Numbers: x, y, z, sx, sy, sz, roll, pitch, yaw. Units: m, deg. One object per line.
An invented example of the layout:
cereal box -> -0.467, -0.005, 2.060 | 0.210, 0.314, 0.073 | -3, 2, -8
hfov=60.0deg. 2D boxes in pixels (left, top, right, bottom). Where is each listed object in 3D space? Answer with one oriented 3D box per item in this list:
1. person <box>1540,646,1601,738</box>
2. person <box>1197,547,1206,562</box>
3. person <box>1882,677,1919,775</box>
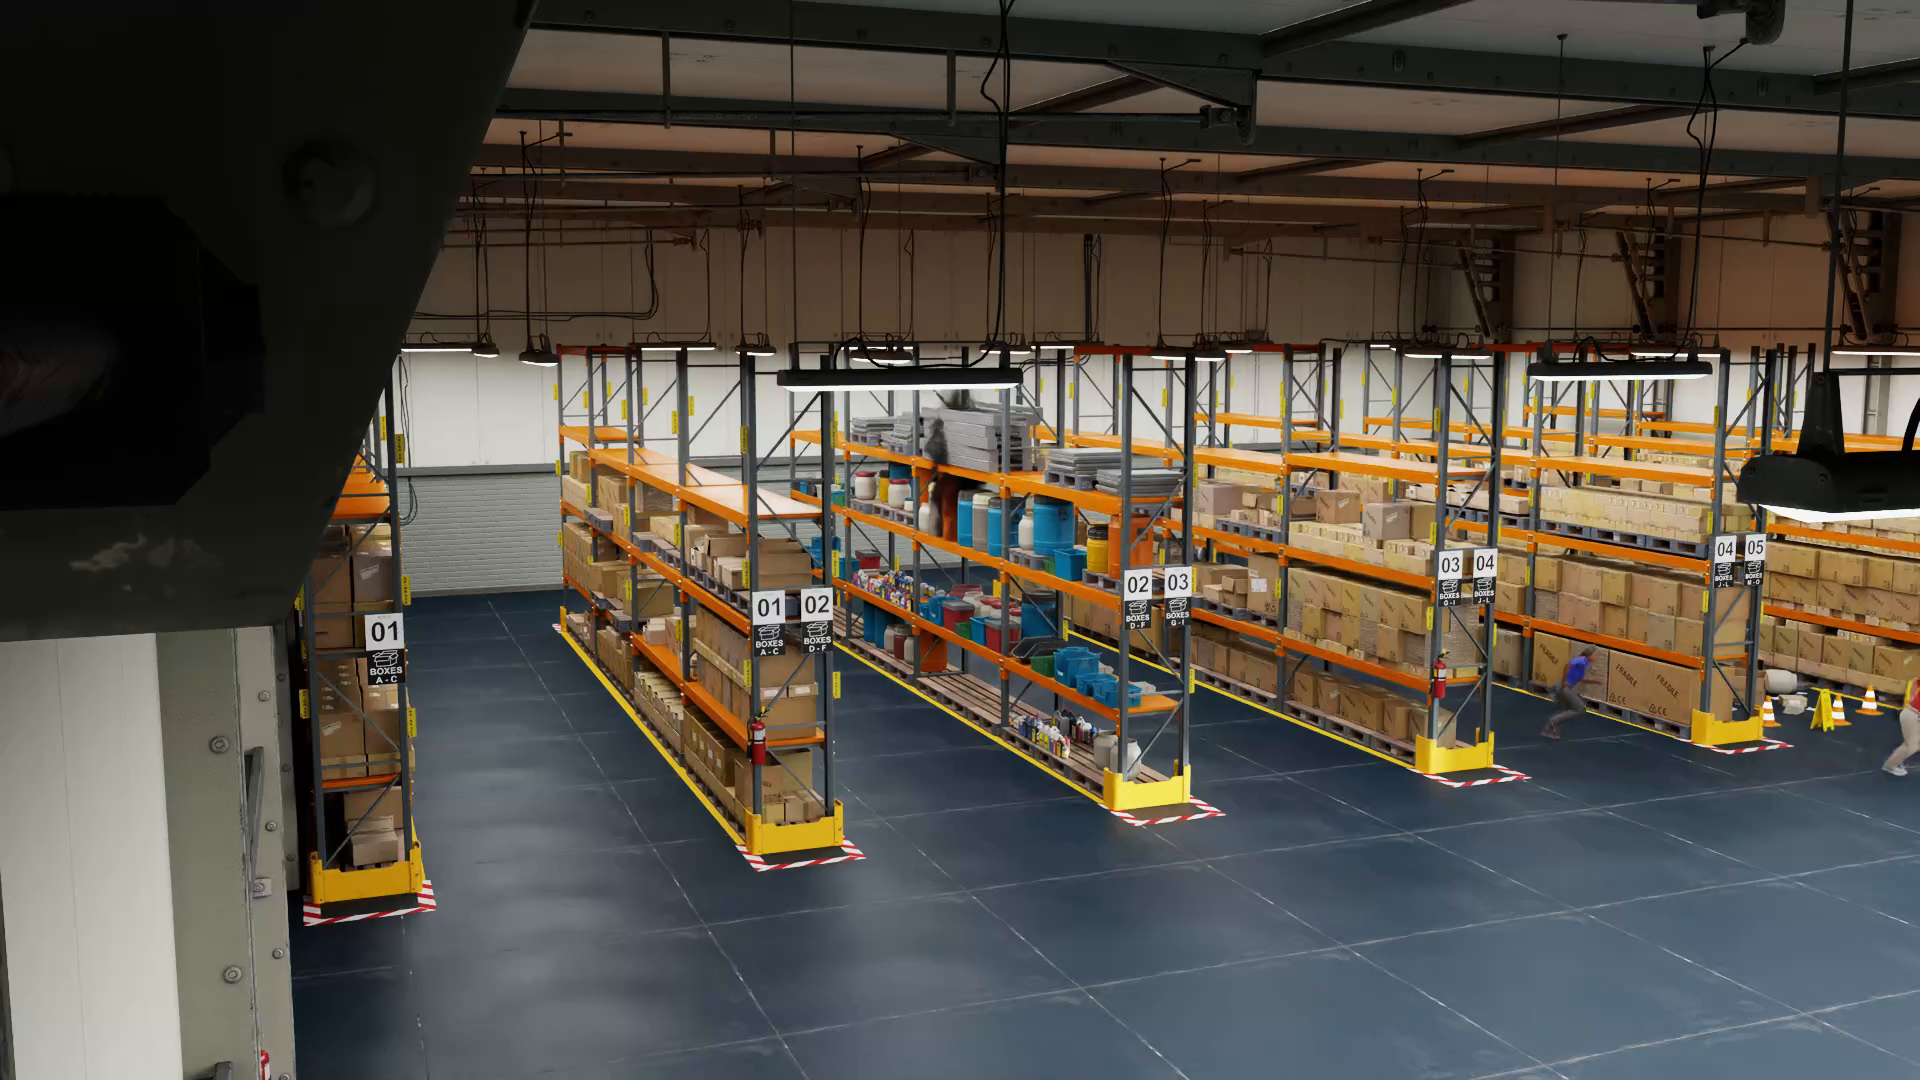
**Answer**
person -> 9.413, 2.362, 25.599 | 0.849, 1.472, 0.602 | 3, 8, 20
person -> 6.297, 0.067, 42.422 | 0.625, 1.746, 0.658 | -6, 9, -39
person -> 13.660, 2.568, 23.607 | 0.912, 1.556, 0.700 | 4, 8, 27
